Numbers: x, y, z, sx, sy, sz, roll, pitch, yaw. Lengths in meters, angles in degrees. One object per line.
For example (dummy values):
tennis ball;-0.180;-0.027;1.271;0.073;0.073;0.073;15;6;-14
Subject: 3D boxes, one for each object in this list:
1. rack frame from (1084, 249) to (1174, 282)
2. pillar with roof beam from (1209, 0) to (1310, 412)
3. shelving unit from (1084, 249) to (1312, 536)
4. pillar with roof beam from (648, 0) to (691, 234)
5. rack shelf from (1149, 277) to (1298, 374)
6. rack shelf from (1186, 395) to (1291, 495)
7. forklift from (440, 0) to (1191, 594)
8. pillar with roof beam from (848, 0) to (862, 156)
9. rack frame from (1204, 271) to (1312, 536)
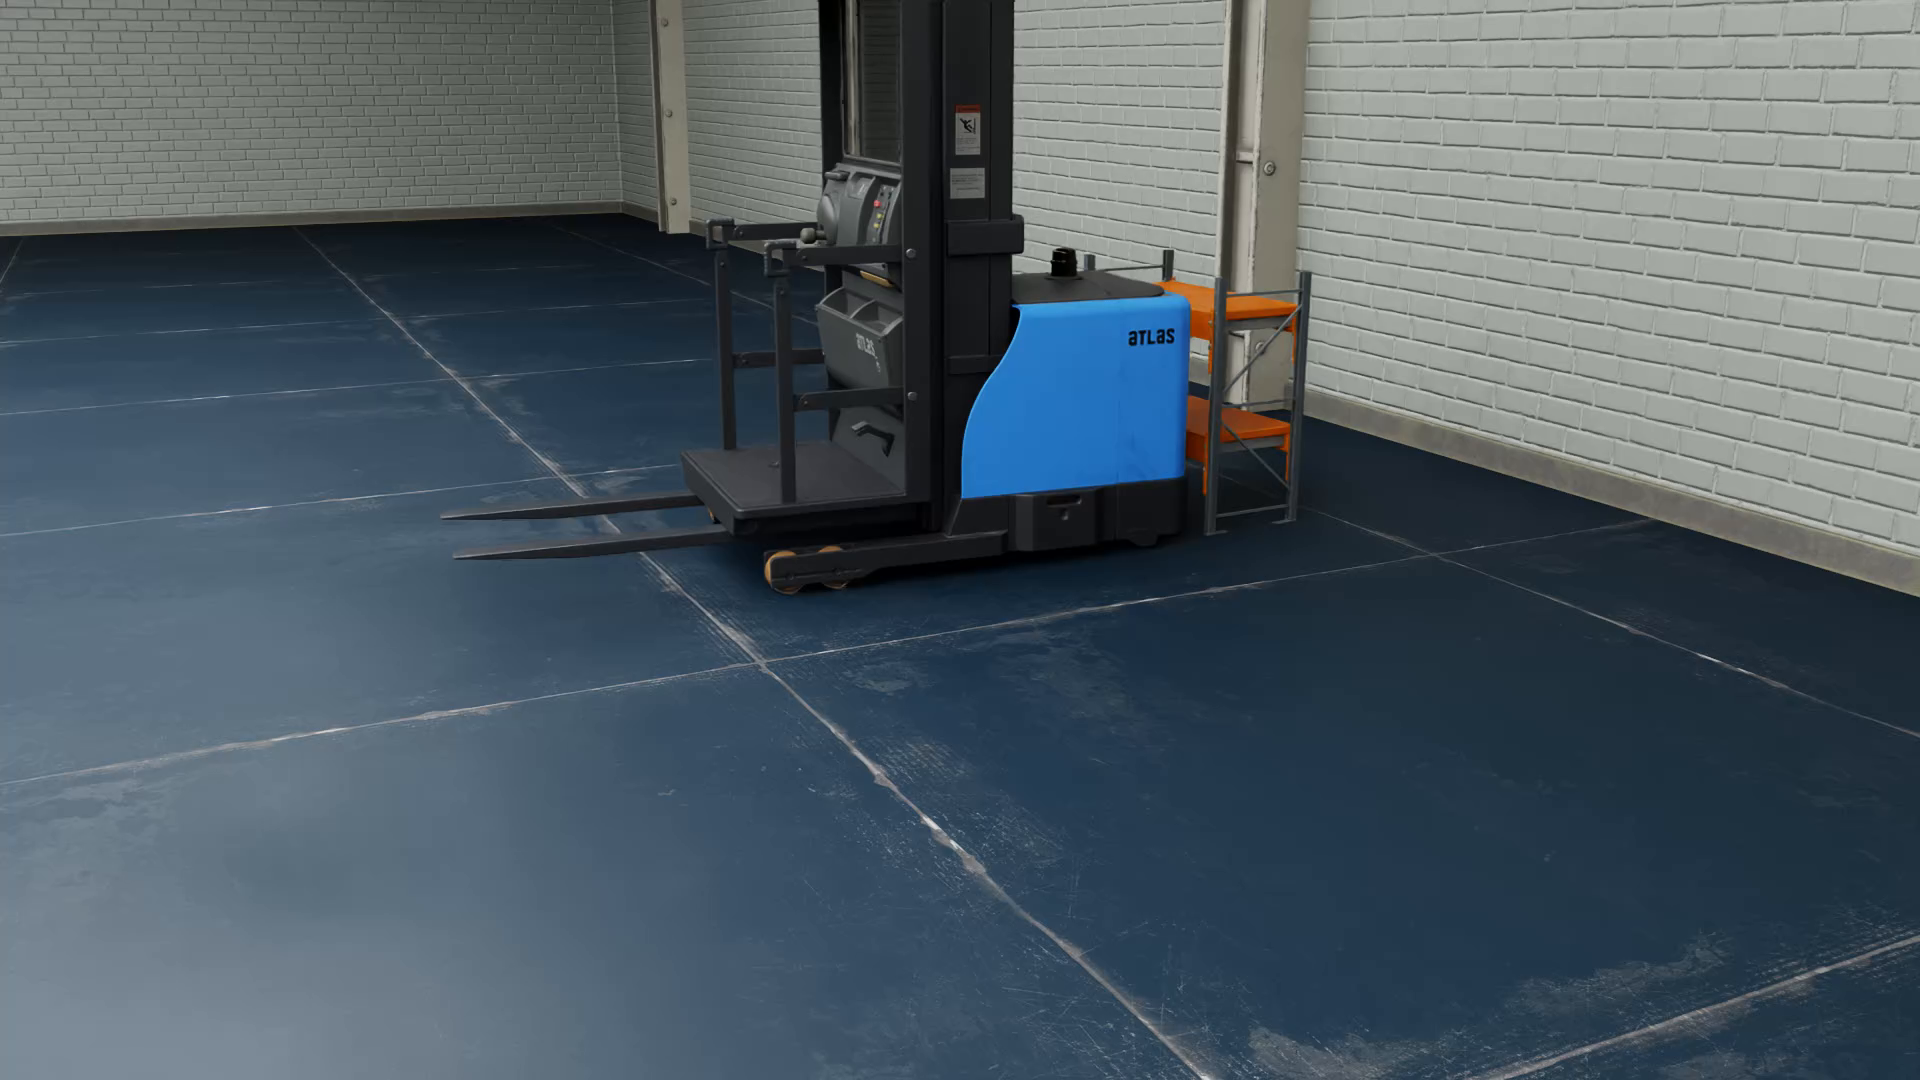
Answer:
rack frame;0.813;-0.842;8.143;0.500;1.125;0.032;-8;18;-28
pillar with roof beam;-2.118;-4.629;7.069;9.100;9.000;0.400;-8;18;-25
shelving unit;1.058;-0.719;7.714;0.538;1.125;1.048;-8;18;-28
pillar with roof beam;-7.375;-7.605;17.437;9.100;9.000;0.400;-8;18;-25
rack shelf;1.059;-1.001;7.634;0.538;0.278;1.000;-8;18;-28
rack shelf;1.057;-0.484;7.782;0.538;0.278;1.000;-8;18;-28
forklift;-0.595;-1.362;6.685;3.031;2.935;1.130;-6;17;-20
pillar with roof beam;-4.746;-6.117;12.253;9.100;9.000;0.400;-8;18;-25
rack frame;1.303;-0.596;7.286;0.500;1.125;0.032;-8;18;-28
